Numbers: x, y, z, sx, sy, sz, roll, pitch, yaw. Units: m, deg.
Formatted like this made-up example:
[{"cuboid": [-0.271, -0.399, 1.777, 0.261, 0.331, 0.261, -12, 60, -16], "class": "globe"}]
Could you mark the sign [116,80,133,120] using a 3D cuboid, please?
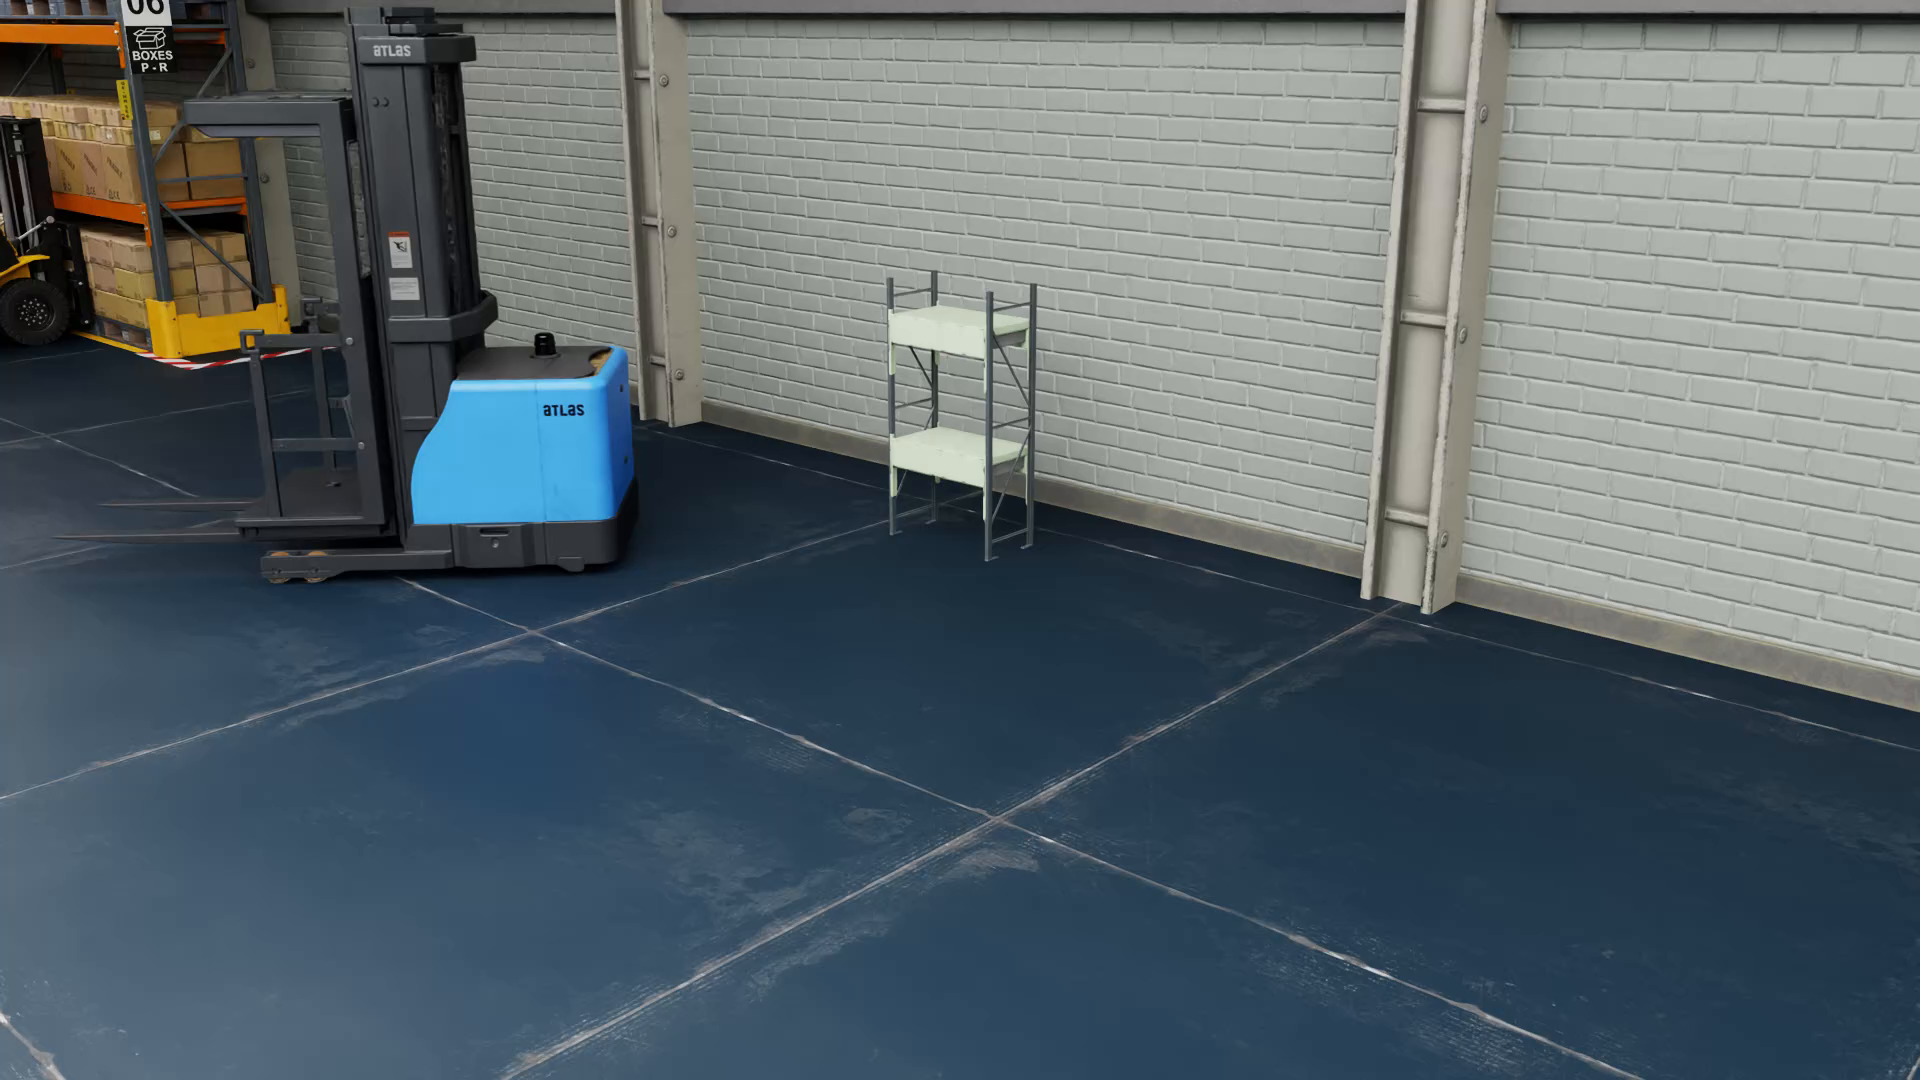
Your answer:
[{"cuboid": [-7.089, -3.736, 14.120, 0.005, 0.325, 0.100, 15, 23, 39], "class": "sign"}]

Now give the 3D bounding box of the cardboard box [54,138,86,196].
[{"cuboid": [-8.026, -3.487, 15.476, 0.500, 0.500, 0.500, 14, 23, 38], "class": "cardboard box"}]

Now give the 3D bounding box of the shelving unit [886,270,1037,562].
[{"cuboid": [0.005, -0.714, 9.381, 0.755, 1.500, 0.431, 15, 23, 39], "class": "shelving unit"}]

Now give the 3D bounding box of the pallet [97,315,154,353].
[{"cuboid": [-7.318, -2.006, 15.584, 1.213, 0.211, 1.003, 15, 23, 39], "class": "pallet"}]

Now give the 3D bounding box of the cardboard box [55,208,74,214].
[{"cuboid": [-9.214, -3.306, 17.267, 0.500, 0.250, 0.500, 16, 23, 40], "class": "cardboard box"}]

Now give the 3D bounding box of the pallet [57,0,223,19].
[{"cuboid": [-7.230, -4.727, 14.734, 1.213, 0.211, 1.003, 15, 23, 39], "class": "pallet"}]

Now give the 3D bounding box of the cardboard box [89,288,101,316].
[{"cuboid": [-8.014, -2.308, 15.777, 0.500, 0.250, 0.500, 15, 23, 40], "class": "cardboard box"}]

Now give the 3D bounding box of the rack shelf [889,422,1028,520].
[{"cuboid": [0.005, -0.403, 9.479, 0.720, 0.370, 0.431, 15, 23, 39], "class": "rack shelf"}]

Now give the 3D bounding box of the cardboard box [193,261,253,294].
[{"cuboid": [-6.933, -2.461, 15.431, 0.500, 0.250, 0.500, 16, 23, 40], "class": "cardboard box"}]

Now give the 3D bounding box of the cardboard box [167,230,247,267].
[{"cuboid": [-6.953, -2.697, 15.349, 0.500, 0.250, 0.500, 15, 23, 38], "class": "cardboard box"}]

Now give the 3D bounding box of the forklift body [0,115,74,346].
[{"cuboid": [-9.348, -2.755, 14.736, 1.214, 2.155, 2.313, 15, 23, 39], "class": "forklift body"}]

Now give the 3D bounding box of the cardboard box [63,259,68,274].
[{"cuboid": [-8.430, -2.649, 16.026, 0.500, 0.250, 0.500, 15, 23, 39], "class": "cardboard box"}]

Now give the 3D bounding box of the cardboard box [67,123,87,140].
[{"cuboid": [-7.937, -3.760, 15.264, 0.250, 0.149, 0.380, 14, 22, 38], "class": "cardboard box"}]

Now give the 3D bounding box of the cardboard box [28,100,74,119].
[{"cuboid": [-8.653, -4.121, 15.909, 0.250, 0.149, 0.380, 15, 23, 39], "class": "cardboard box"}]

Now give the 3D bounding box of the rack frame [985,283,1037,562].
[{"cuboid": [0.279, -0.640, 9.149, 0.023, 1.500, 0.400, 15, 23, 39], "class": "rack frame"}]

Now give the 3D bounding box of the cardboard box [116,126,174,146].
[{"cuboid": [-7.164, -3.554, 14.615, 0.250, 0.149, 0.380, 15, 23, 40], "class": "cardboard box"}]

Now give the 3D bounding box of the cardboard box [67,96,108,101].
[{"cuboid": [-8.675, -4.351, 16.635, 0.250, 0.149, 0.380, 14, 23, 38], "class": "cardboard box"}]

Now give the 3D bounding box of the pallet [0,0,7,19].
[{"cuboid": [-9.055, -5.217, 16.278, 1.213, 0.211, 1.003, 15, 23, 39], "class": "pallet"}]

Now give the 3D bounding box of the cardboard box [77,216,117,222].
[{"cuboid": [-8.456, -3.103, 16.628, 0.500, 0.250, 0.500, 15, 23, 40], "class": "cardboard box"}]

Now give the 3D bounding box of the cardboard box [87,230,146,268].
[{"cuboid": [-7.656, -2.681, 15.298, 0.500, 0.250, 0.500, 16, 23, 40], "class": "cardboard box"}]

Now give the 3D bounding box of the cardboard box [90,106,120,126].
[{"cuboid": [-7.545, -3.803, 14.907, 0.250, 0.149, 0.380, 16, 23, 40], "class": "cardboard box"}]

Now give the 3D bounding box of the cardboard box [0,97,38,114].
[{"cuboid": [-9.402, -4.334, 16.579, 0.250, 0.149, 0.380, 15, 23, 40], "class": "cardboard box"}]

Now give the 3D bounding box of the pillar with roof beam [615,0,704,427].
[{"cuboid": [-5.011, -4.216, 8.019, 0.400, 9.000, 9.100, 15, 23, 39], "class": "pillar with roof beam"}]

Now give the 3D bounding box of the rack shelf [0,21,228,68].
[{"cuboid": [-8.215, -4.680, 15.629, 4.000, 0.370, 1.077, 15, 23, 39], "class": "rack shelf"}]

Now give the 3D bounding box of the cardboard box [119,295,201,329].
[{"cuboid": [-7.280, -2.104, 15.133, 0.500, 0.250, 0.500, 15, 23, 40], "class": "cardboard box"}]

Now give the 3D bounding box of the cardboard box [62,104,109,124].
[{"cuboid": [-7.951, -3.897, 15.203, 0.250, 0.149, 0.380, 16, 23, 41], "class": "cardboard box"}]

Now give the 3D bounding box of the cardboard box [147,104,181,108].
[{"cuboid": [-7.208, -3.916, 15.262, 0.250, 0.149, 0.380, 16, 23, 40], "class": "cardboard box"}]

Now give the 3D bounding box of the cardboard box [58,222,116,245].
[{"cuboid": [-8.414, -2.883, 15.936, 0.500, 0.250, 0.500, 14, 23, 38], "class": "cardboard box"}]

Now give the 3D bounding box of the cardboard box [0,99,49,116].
[{"cuboid": [-9.092, -4.206, 16.176, 0.250, 0.149, 0.380, 16, 23, 40], "class": "cardboard box"}]

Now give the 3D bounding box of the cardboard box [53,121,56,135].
[{"cuboid": [-8.267, -3.877, 15.631, 0.250, 0.149, 0.380, 15, 23, 39], "class": "cardboard box"}]

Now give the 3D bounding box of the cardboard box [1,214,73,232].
[{"cuboid": [-9.181, -3.088, 16.580, 0.500, 0.250, 0.500, 15, 23, 39], "class": "cardboard box"}]

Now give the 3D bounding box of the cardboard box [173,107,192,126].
[{"cuboid": [-6.828, -3.806, 14.915, 0.250, 0.149, 0.380, 14, 23, 38], "class": "cardboard box"}]

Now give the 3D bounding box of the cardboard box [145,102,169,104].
[{"cuboid": [-7.597, -4.016, 15.578, 0.250, 0.149, 0.380, 16, 24, 41], "class": "cardboard box"}]

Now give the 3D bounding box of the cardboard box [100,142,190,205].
[{"cuboid": [-7.261, -3.278, 14.818, 0.500, 0.500, 0.500, 14, 23, 38], "class": "cardboard box"}]

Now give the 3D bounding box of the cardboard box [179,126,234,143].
[{"cuboid": [-6.800, -3.675, 14.995, 0.250, 0.149, 0.380, 14, 23, 38], "class": "cardboard box"}]

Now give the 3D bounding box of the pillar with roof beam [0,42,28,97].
[{"cuboid": [-13.986, -6.625, 15.611, 0.400, 9.000, 9.100, 15, 23, 39], "class": "pillar with roof beam"}]

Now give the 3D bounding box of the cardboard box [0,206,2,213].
[{"cuboid": [-10.683, -3.323, 18.354, 0.625, 0.625, 0.875, 15, 23, 39], "class": "cardboard box"}]

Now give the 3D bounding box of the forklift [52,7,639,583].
[{"cuboid": [-3.390, -1.331, 8.959, 3.031, 2.935, 1.130, -1, 18, -4], "class": "forklift"}]

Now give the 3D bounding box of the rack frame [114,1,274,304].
[{"cuboid": [-6.719, -3.191, 14.709, 0.127, 3.000, 1.000, 15, 23, 39], "class": "rack frame"}]

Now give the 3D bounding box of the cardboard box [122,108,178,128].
[{"cuboid": [-7.127, -3.714, 14.627, 0.250, 0.149, 0.380, 15, 23, 39], "class": "cardboard box"}]

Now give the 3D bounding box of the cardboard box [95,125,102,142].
[{"cuboid": [-7.528, -3.665, 14.963, 0.250, 0.149, 0.380, 16, 23, 40], "class": "cardboard box"}]

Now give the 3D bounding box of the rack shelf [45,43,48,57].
[{"cuboid": [-11.206, -5.483, 18.160, 4.000, 0.370, 1.077, 15, 23, 39], "class": "rack shelf"}]

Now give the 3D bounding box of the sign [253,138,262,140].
[{"cuboid": [-6.346, -3.766, 14.958, 0.005, 0.325, 0.100, 15, 23, 39], "class": "sign"}]

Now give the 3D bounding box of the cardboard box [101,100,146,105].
[{"cuboid": [-7.966, -4.123, 15.914, 0.250, 0.149, 0.380, 15, 23, 40], "class": "cardboard box"}]

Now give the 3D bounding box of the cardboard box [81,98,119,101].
[{"cuboid": [-8.335, -4.233, 16.261, 0.250, 0.149, 0.380, 15, 23, 39], "class": "cardboard box"}]

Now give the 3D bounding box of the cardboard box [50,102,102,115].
[{"cuboid": [-8.278, -4.021, 15.593, 0.250, 0.149, 0.380, 15, 23, 40], "class": "cardboard box"}]

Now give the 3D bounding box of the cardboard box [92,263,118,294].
[{"cuboid": [-7.658, -2.449, 15.395, 0.500, 0.250, 0.500, 15, 23, 39], "class": "cardboard box"}]

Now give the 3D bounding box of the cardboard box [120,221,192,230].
[{"cuboid": [-7.696, -2.899, 15.986, 0.500, 0.250, 0.500, 15, 23, 39], "class": "cardboard box"}]

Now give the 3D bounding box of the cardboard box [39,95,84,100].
[{"cuboid": [-9.111, -4.438, 16.906, 0.250, 0.149, 0.380, 14, 23, 38], "class": "cardboard box"}]
